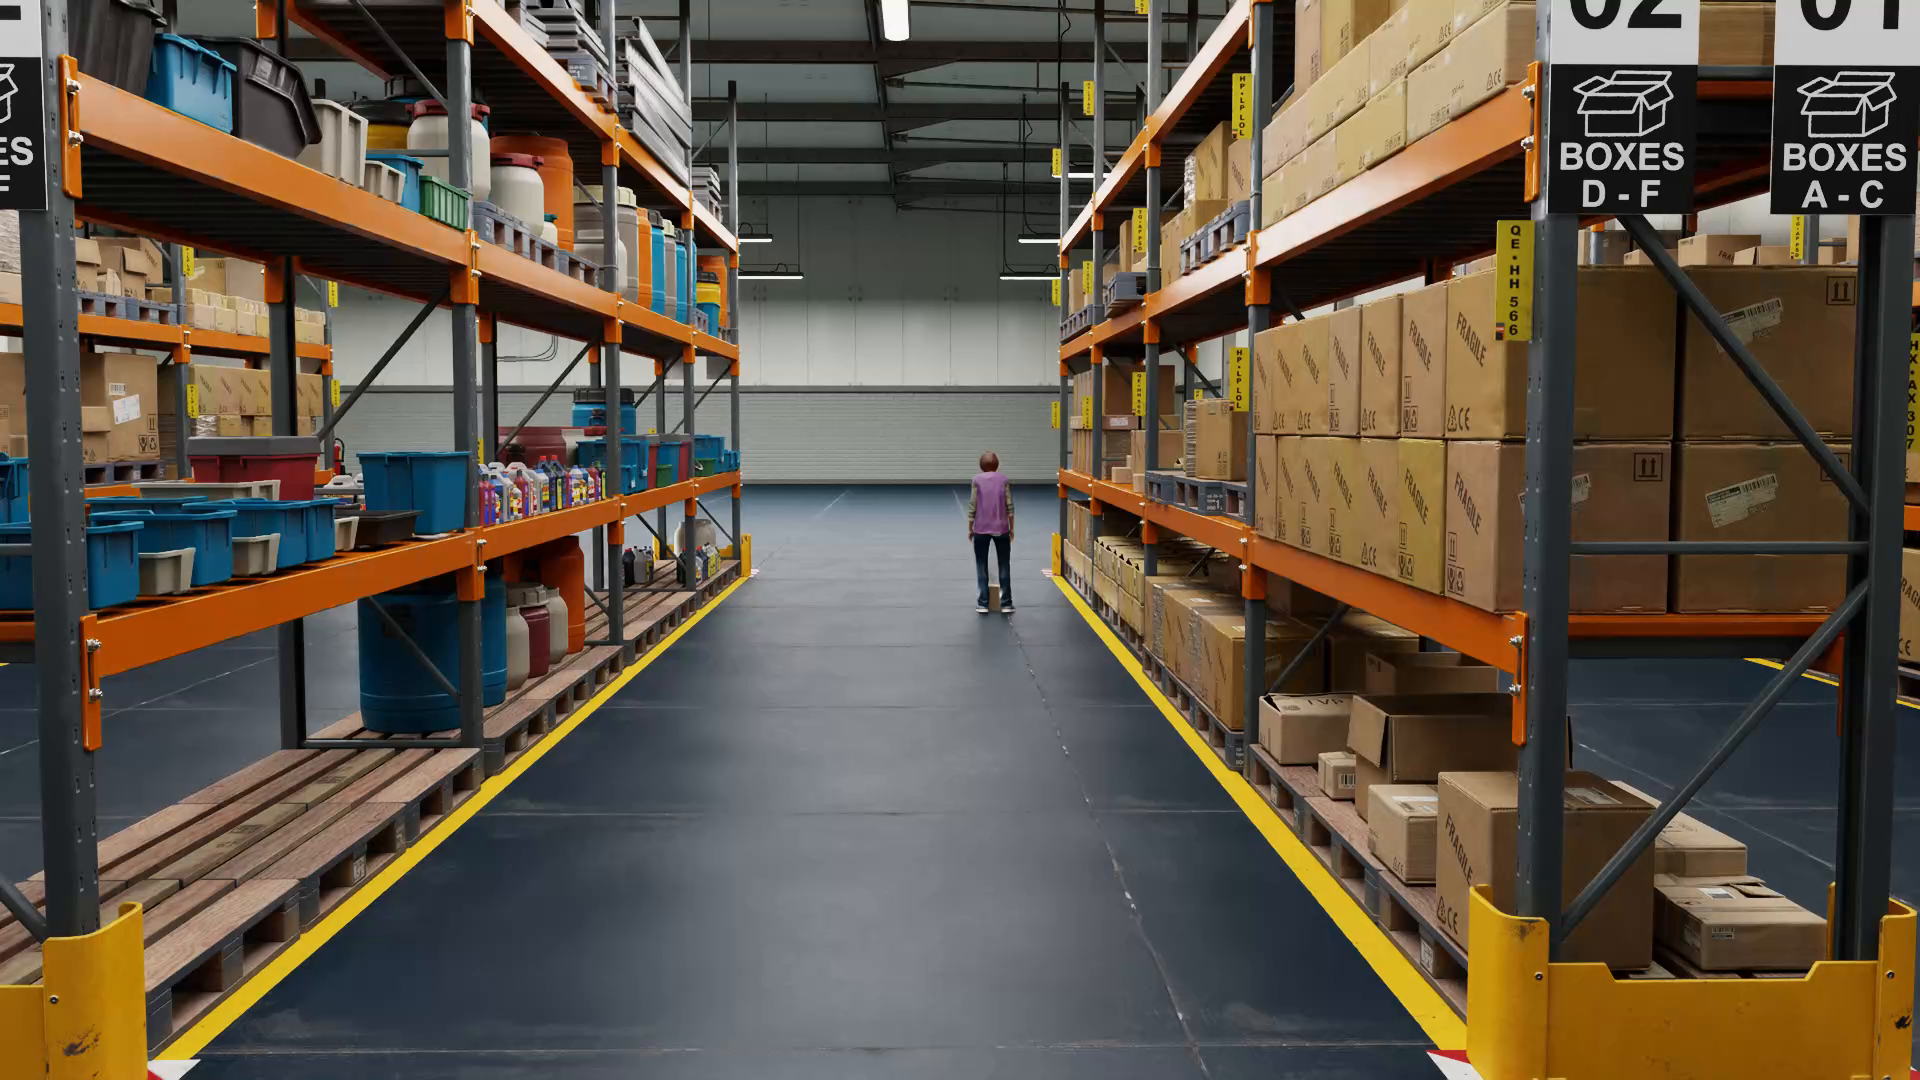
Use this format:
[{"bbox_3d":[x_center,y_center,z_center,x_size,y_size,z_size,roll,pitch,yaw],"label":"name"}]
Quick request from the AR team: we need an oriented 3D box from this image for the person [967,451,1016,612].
[{"bbox_3d":[0.310,-0.077,16.349,0.484,1.592,0.347,0,4,-2],"label":"person"}]
